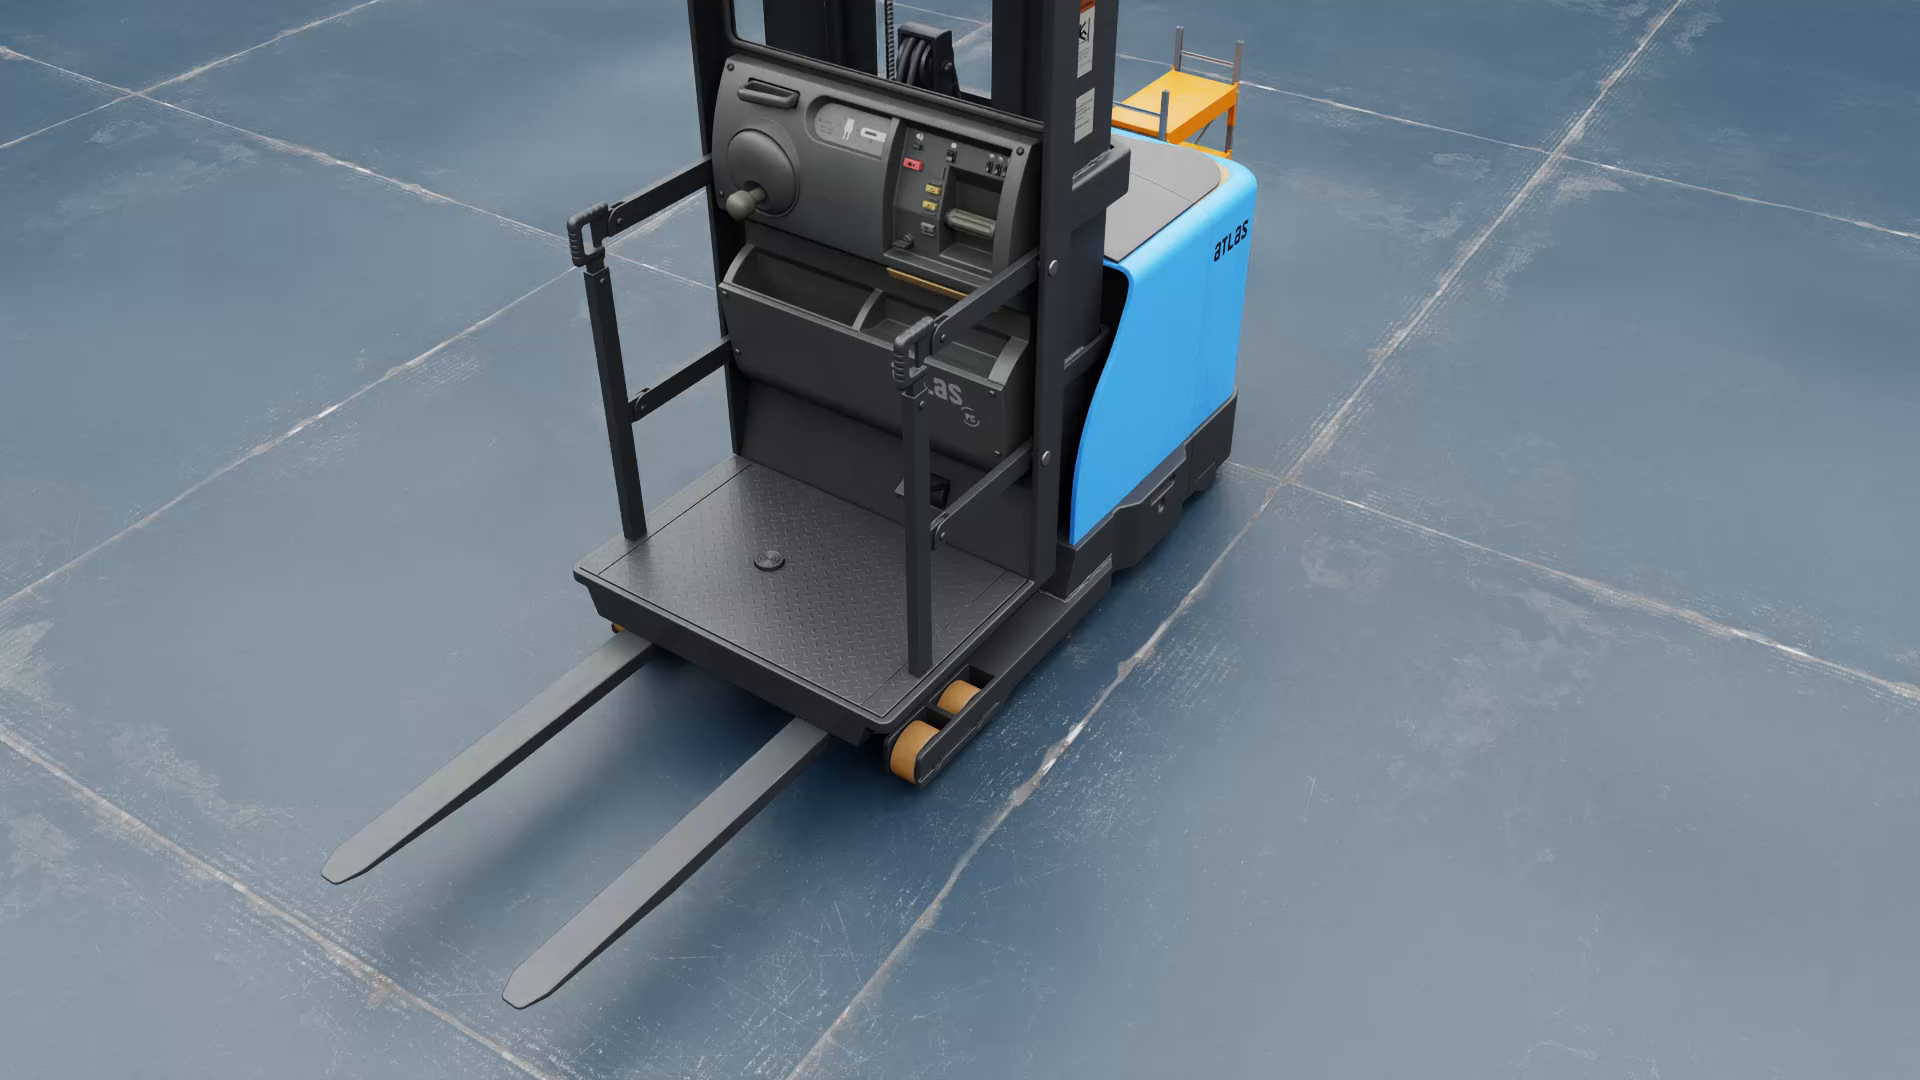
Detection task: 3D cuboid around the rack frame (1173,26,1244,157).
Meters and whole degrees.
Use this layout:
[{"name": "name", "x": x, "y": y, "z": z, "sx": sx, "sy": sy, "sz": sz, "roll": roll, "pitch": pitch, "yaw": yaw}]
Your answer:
[{"name": "rack frame", "x": 0.815, "y": -1.174, "z": 5.790, "sx": 0.240, "sy": 1.200, "sz": 0.015, "roll": 23, "pitch": 43, "yaw": 27}]

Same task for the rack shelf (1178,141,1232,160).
[{"name": "rack shelf", "x": 0.675, "y": -1.176, "z": 5.536, "sx": 0.258, "sy": 0.148, "sz": 0.480, "roll": 23, "pitch": 43, "yaw": 27}]

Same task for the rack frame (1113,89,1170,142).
[{"name": "rack frame", "x": 0.536, "y": -0.929, "z": 5.473, "sx": 0.240, "sy": 1.200, "sz": 0.015, "roll": 23, "pitch": 43, "yaw": 27}]

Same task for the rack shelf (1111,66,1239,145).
[{"name": "rack shelf", "x": 0.675, "y": -1.363, "z": 5.392, "sx": 0.258, "sy": 0.148, "sz": 0.480, "roll": 23, "pitch": 43, "yaw": 27}]

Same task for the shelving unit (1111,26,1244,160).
[{"name": "shelving unit", "x": 0.675, "y": -1.052, "z": 5.631, "sx": 0.258, "sy": 1.200, "sz": 0.503, "roll": 23, "pitch": 43, "yaw": 27}]

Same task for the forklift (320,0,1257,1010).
[{"name": "forklift", "x": -0.356, "y": -0.849, "z": 3.951, "sx": 1.130, "sy": 2.935, "sz": 3.031, "roll": 23, "pitch": 43, "yaw": 27}]
